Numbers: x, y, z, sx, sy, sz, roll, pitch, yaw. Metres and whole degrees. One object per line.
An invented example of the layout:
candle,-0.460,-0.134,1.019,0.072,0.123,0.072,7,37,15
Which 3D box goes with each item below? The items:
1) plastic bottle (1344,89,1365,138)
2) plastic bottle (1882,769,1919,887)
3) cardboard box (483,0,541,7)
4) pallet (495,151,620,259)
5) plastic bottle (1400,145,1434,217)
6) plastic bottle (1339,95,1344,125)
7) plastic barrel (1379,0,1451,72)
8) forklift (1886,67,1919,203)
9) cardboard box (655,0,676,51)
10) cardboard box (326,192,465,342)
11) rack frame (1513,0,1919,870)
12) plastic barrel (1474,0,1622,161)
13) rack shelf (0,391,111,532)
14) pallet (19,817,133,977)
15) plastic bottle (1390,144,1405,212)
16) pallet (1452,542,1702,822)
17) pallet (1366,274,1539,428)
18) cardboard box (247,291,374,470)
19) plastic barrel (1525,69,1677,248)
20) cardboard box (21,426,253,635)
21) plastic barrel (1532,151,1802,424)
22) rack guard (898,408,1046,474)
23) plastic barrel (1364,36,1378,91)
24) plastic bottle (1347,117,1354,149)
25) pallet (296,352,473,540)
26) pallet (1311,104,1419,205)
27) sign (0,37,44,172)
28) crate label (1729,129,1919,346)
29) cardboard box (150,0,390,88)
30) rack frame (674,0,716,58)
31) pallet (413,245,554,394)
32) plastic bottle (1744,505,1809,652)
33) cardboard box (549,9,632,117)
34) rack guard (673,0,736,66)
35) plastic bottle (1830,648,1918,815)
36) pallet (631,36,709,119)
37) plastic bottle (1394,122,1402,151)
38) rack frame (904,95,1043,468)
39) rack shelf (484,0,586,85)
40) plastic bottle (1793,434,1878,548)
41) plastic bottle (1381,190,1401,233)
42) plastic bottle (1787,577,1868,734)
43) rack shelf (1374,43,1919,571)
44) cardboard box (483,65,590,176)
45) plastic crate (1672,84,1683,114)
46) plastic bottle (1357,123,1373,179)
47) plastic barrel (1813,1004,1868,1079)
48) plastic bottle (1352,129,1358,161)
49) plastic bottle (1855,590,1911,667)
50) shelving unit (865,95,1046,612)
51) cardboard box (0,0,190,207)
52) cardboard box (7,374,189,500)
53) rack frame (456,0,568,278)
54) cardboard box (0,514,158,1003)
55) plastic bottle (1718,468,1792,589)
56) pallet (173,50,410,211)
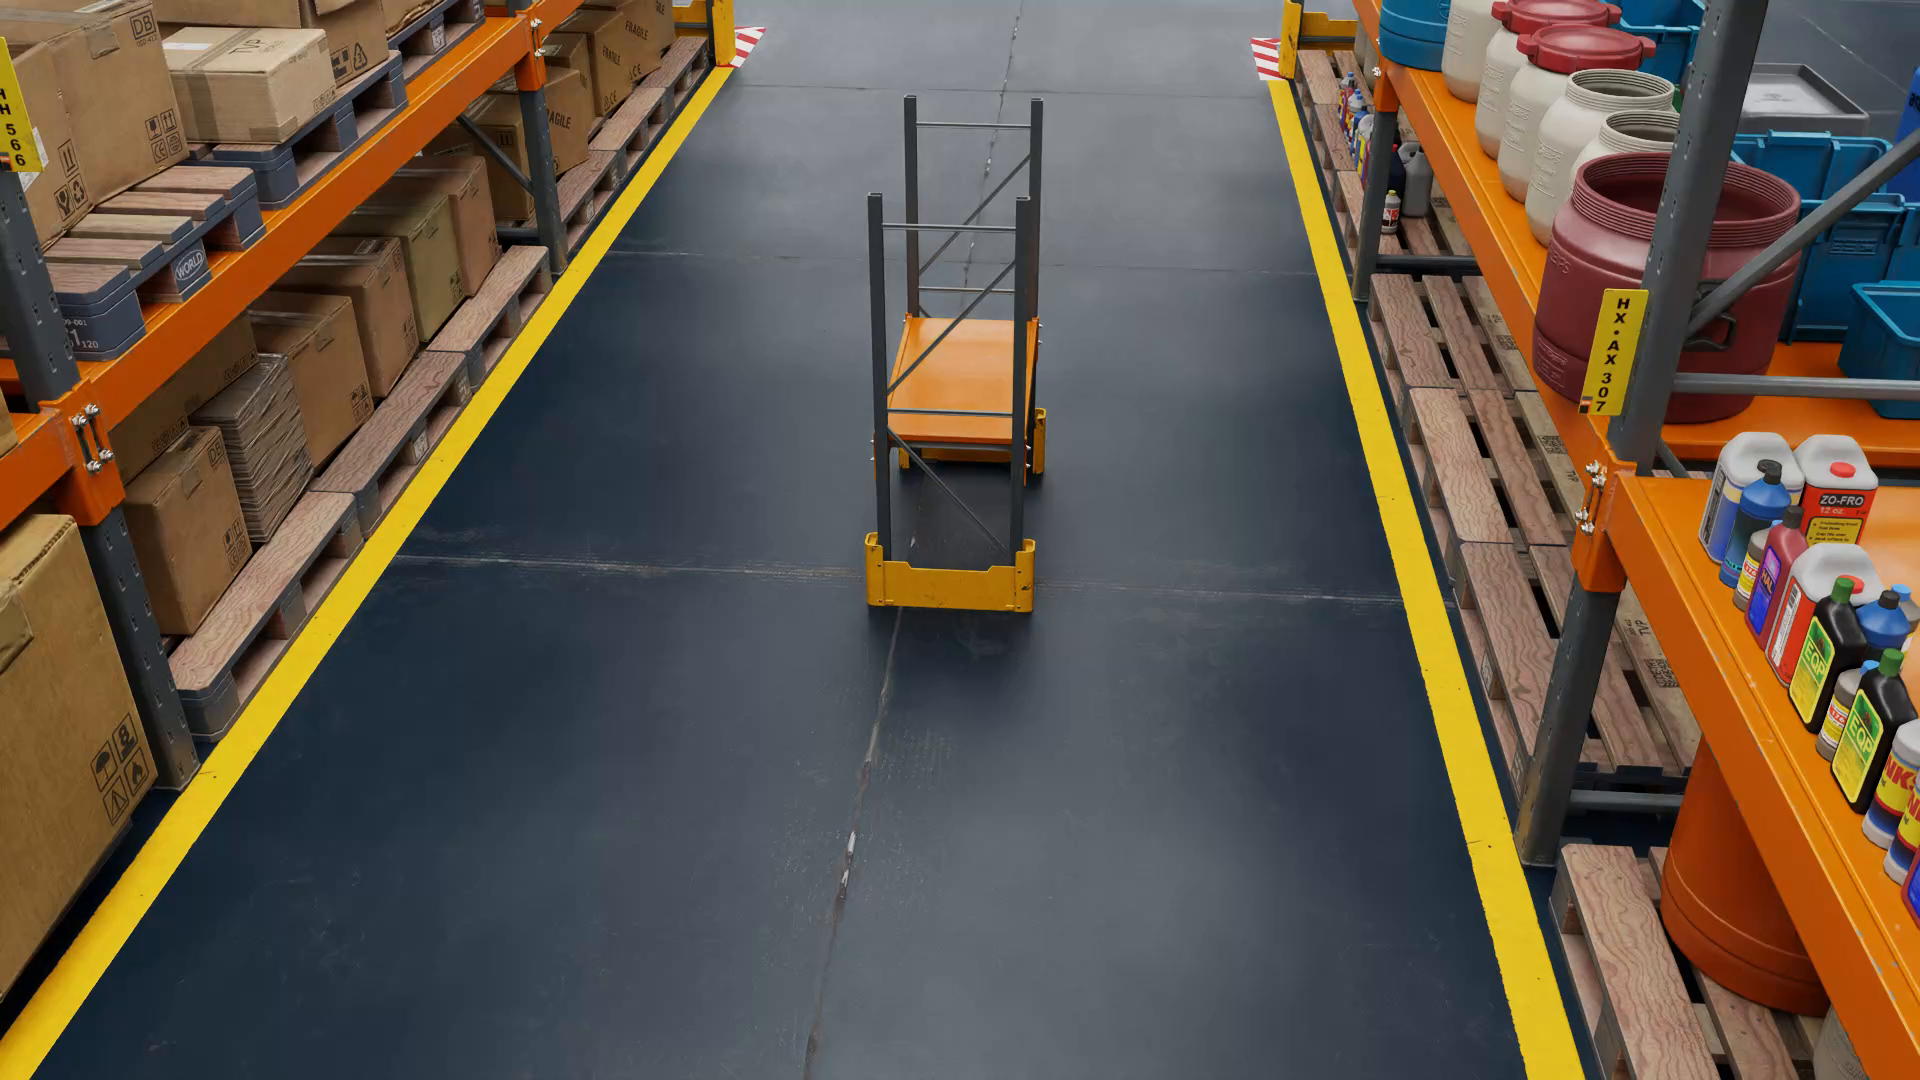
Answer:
plastic bottle,2.267,-2.449,9.547,0.097,0.271,0.097,0,32,0
plastic bottle,1.632,0.456,2.774,0.097,0.271,0.097,0,32,0
cardboard box,-2.192,-2.650,7.931,0.380,0.149,0.250,2,32,4
pallet,-2.490,-1.823,9.007,1.003,0.211,1.213,2,32,4
plastic bottle,2.336,-1.848,8.496,0.144,0.351,0.185,2,32,4
plastic bottle,2.286,-2.545,9.768,0.097,0.201,0.097,0,32,0
plastic barrel,2.094,-2.470,6.922,0.600,0.901,0.708,2,32,4
forklift,4.973,-1.826,6.419,1.130,2.935,3.031,1,32,2
cardboard box,-2.251,-3.538,11.114,0.500,0.500,0.500,8,33,13
cardboard box,-2.638,-1.212,7.321,0.700,0.500,0.500,2,32,4
rack frame,2.102,-0.354,3.966,1.000,3.000,0.127,2,32,4
plastic barrel,2.071,-1.629,5.905,0.433,0.535,0.433,0,32,0
rack shelf,-2.998,0.786,2.801,1.077,0.370,4.000,2,32,4
pallet,-2.974,1.030,4.377,1.003,0.211,1.213,2,32,4
plastic bottle,2.192,-1.855,8.506,0.144,0.351,0.185,2,32,3
pallet,2.203,0.429,5.352,1.003,0.211,1.213,2,32,4
pallet,2.402,-0.847,7.423,1.003,0.211,1.213,2,32,4
cardboard box,-2.729,-0.628,6.373,0.700,0.500,0.500,5,32,8
plastic barrel,2.007,-1.169,5.182,0.421,0.512,0.421,0,32,0
cardboard box,-2.800,-0.040,5.420,0.700,0.500,0.500,1,32,1
plastic barrel,1.837,-0.668,4.345,0.600,0.536,0.708,2,32,4
rack guard,0.047,-0.407,6.672,0.587,0.250,0.087,2,32,4
plastic barrel,2.735,-3.048,10.307,0.421,0.512,0.421,0,32,0
plastic bottle,2.251,-2.316,9.396,0.097,0.201,0.097,0,32,0
pallet,-2.668,-0.424,6.736,1.003,0.211,1.213,2,32,4
pallet,2.620,-2.248,9.696,1.003,0.211,1.213,2,32,4
sign,-2.281,-1.037,3.970,0.100,0.325,0.005,2,32,4
crate label,2.452,-0.877,4.781,0.502,0.435,0.616,2,32,4
cardboard box,-2.558,-1.970,6.089,0.797,0.503,0.637,6,32,9
rack frame,-2.184,-4.749,11.097,1.000,3.000,0.127,2,32,4
pallet,-2.571,-1.063,7.774,1.003,0.211,1.213,2,32,4
plastic bottle,1.672,0.078,3.376,0.061,0.283,0.133,2,32,4
cardboard box,-2.335,-2.897,10.075,0.500,0.500,0.500,5,32,9
rack guard,-2.190,-3.645,11.689,1.175,0.500,0.348,2,32,4
plastic bottle,1.631,0.338,2.953,0.061,0.283,0.133,2,32,4
pallet,-2.291,-3.099,11.077,1.003,0.211,1.213,2,32,4
plastic bottle,2.339,-2.104,8.975,0.061,0.283,0.133,2,32,4
rack frame,0.048,-0.949,6.360,0.500,1.500,0.032,2,32,4
rack shelf,-2.346,-3.397,9.589,1.077,0.370,4.000,2,32,4
plastic bottle,1.896,-0.083,3.643,0.152,0.276,0.135,2,32,4
plastic bottle,2.146,-1.645,8.308,0.097,0.201,0.097,0,32,0
plastic bottle,1.650,0.218,3.149,0.061,0.283,0.133,2,32,4
rack shelf,2.264,-1.094,5.852,1.077,0.370,4.000,2,32,4
cardboard box,-2.398,-2.279,9.072,0.500,0.500,0.500,13,34,19
plastic crate,2.567,-1.433,5.918,0.450,0.188,0.662,2,32,4
plastic bottle,2.234,-2.124,8.943,0.144,0.351,0.185,2,32,4
plastic barrel,2.122,1.082,3.607,0.421,0.512,0.421,0,32,0
plastic bottle,2.234,-2.208,9.222,0.097,0.201,0.097,0,32,0
plastic bottle,1.730,0.217,3.162,0.097,0.271,0.097,0,32,0
shelving unit,0.006,-0.678,5.921,0.587,1.500,1.083,2,32,4
cardboard box,-2.885,-1.368,5.114,0.700,0.500,0.500,7,32,11
cardboard box,-2.810,-0.360,5.223,0.500,0.250,0.500,4,32,6
rack frame,-2.509,-2.658,7.703,1.000,3.000,0.127,2,32,4
cardboard box,-2.912,0.520,4.172,1.225,0.875,0.875,1,32,2
plastic bottle,1.708,-0.028,3.558,0.097,0.271,0.097,0,32,0
pallet,-2.715,-1.521,6.042,1.003,0.211,1.213,2,32,4
